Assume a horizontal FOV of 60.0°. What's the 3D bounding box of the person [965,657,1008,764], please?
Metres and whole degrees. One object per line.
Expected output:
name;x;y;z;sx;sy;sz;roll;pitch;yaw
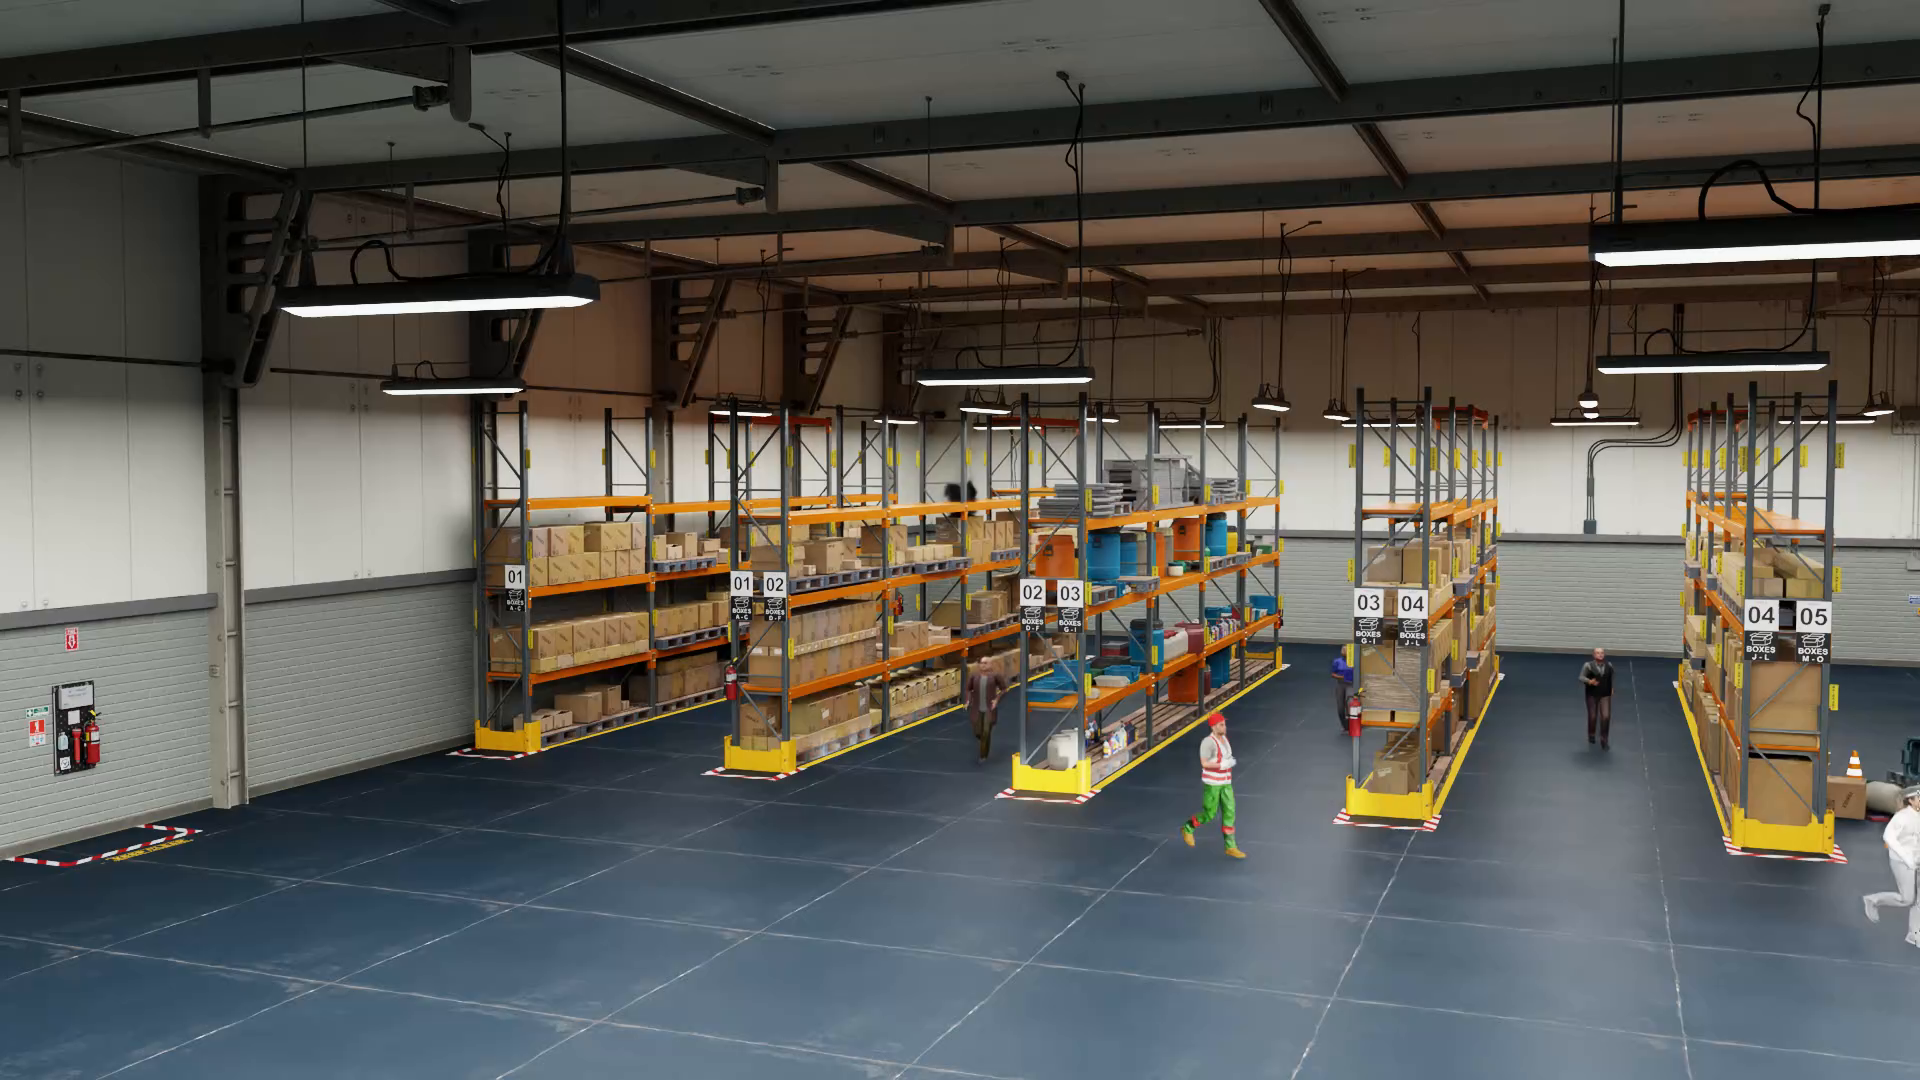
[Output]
person;0.427;2.809;27.617;0.724;1.752;0.653;1;3;13

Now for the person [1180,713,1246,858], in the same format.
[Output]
person;3.204;3.064;20.967;0.941;1.774;0.665;3;4;44

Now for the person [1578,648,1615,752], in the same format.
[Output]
person;11.047;2.743;28.832;0.640;1.765;0.791;1;3;12

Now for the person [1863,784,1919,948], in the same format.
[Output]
person;9.814;3.343;17.289;0.644;1.671;0.739;-2;3;-31

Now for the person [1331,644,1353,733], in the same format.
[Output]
person;7.025;2.708;30.186;0.569;1.627;0.655;1;3;19
